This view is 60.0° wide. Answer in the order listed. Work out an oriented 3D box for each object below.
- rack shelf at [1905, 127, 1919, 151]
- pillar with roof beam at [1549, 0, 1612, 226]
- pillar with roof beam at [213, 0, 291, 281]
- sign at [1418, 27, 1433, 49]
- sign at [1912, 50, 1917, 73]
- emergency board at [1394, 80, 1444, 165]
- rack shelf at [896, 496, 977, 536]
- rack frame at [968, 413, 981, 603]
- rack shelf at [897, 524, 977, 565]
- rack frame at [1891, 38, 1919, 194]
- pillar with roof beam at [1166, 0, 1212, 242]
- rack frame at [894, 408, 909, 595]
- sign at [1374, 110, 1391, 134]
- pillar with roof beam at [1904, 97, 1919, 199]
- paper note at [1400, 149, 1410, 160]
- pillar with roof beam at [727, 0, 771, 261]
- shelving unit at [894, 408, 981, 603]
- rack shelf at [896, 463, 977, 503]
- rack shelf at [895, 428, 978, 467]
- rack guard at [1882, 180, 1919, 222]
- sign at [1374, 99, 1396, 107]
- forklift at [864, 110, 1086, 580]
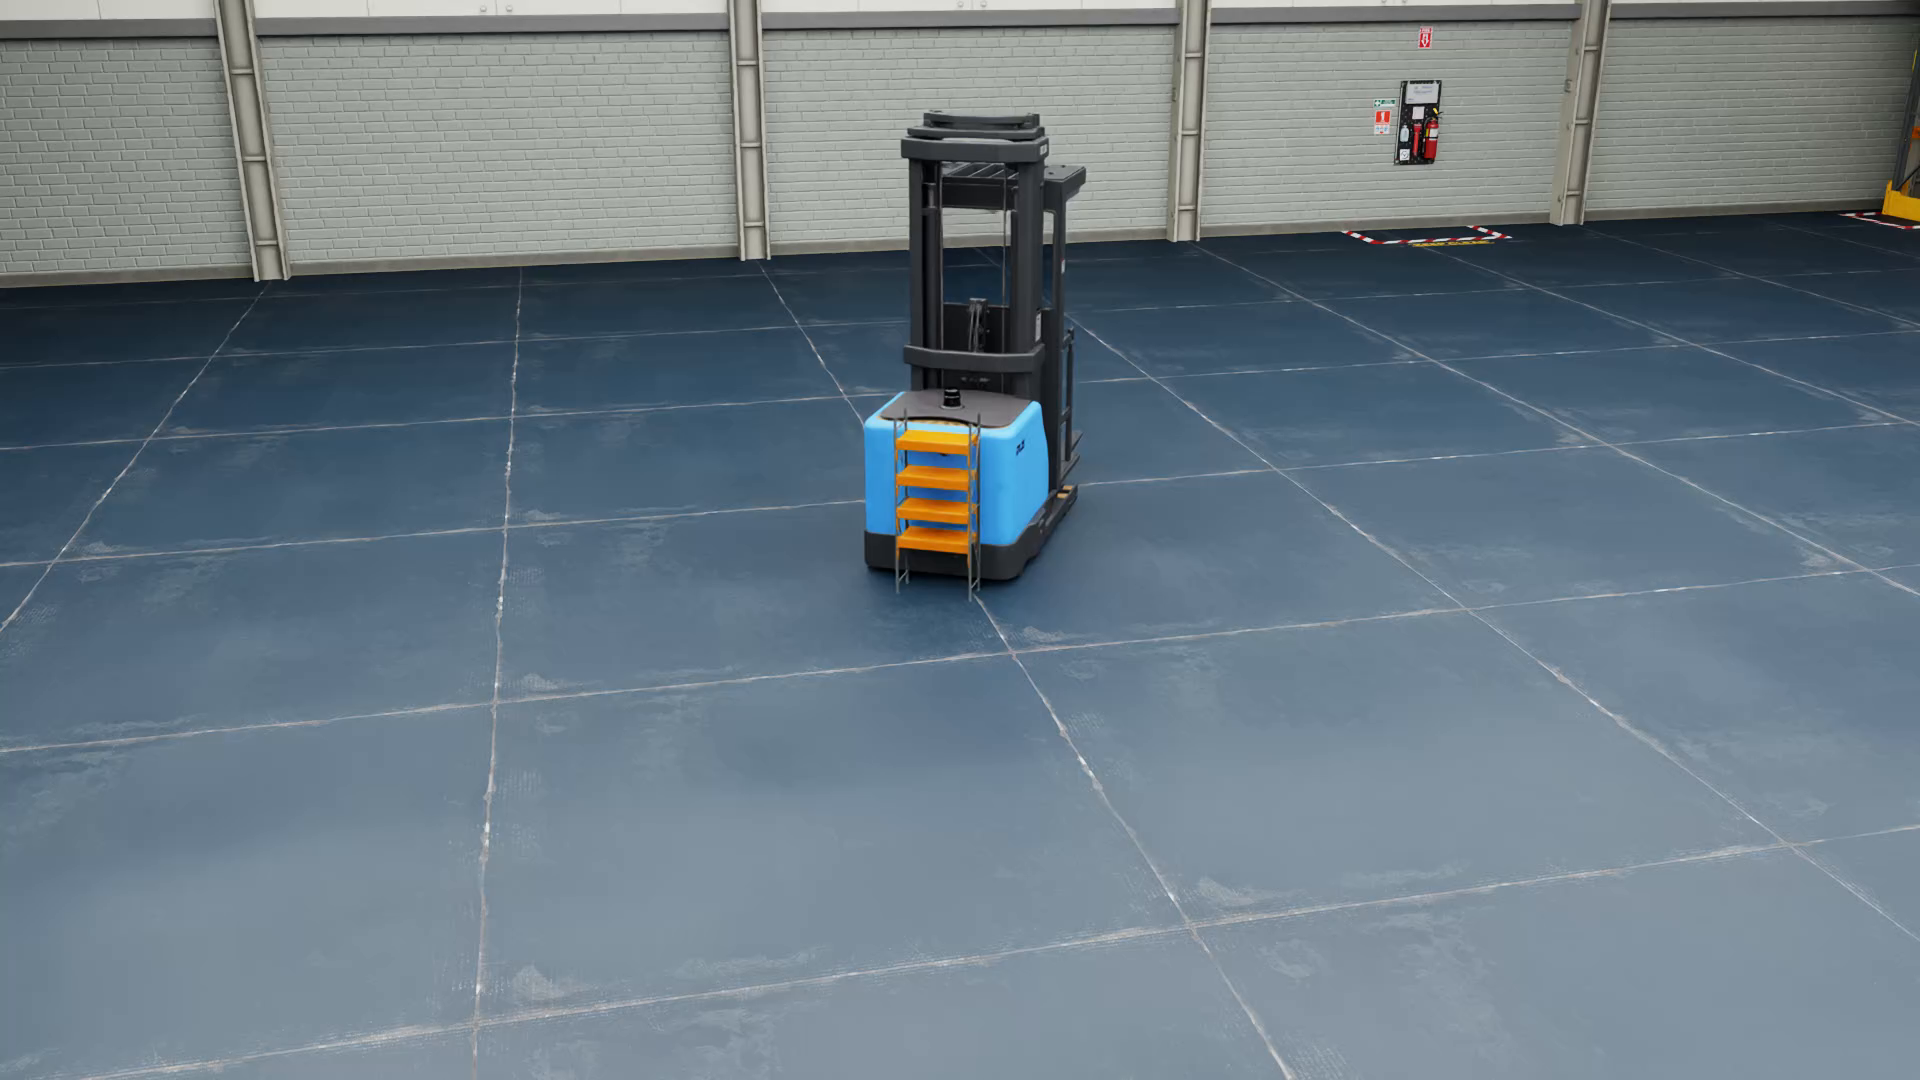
[{"bbox_3d":[16.263,-6.044,24.999,4.000,0.370,1.077,-5,21,-12],"label":"rack shelf"},{"bbox_3d":[9.950,-7.469,19.122,0.400,9.000,9.100,-5,21,-12],"label":"pillar with roof beam"},{"bbox_3d":[-7.567,-6.045,15.233,0.400,9.000,9.100,-5,21,-12],"label":"pillar with roof beam"},{"bbox_3d":[6.515,-7.032,23.279,0.199,0.298,0.001,-5,21,-12],"label":"sign"},{"bbox_3d":[14.208,-7.103,24.701,0.005,0.325,0.100,-5,21,-12],"label":"sign"},{"bbox_3d":[6.546,-5.911,23.589,0.643,1.169,0.194,-5,21,-12],"label":"emergency board"},{"bbox_3d":[-0.143,-0.158,10.697,0.480,0.148,0.258,5,21,15],"label":"rack shelf"},{"bbox_3d":[0.092,-0.199,10.612,0.015,1.200,0.240,5,21,15],"label":"rack frame"},{"bbox_3d":[-0.143,0.029,10.765,0.480,0.148,0.258,5,21,15],"label":"rack shelf"},{"bbox_3d":[14.317,-6.223,24.443,0.127,3.000,1.000,-5,21,-12],"label":"rack frame"},{"bbox_3d":[4.111,-6.994,17.826,0.400,9.000,9.100,-5,21,-12],"label":"pillar with roof beam"},{"bbox_3d":[-0.378,-0.244,10.735,0.015,1.200,0.240,5,21,15],"label":"rack frame"},{"bbox_3d":[5.984,-5.918,23.557,0.234,0.329,0.001,-5,21,-12],"label":"sign"},{"bbox_3d":[15.789,-7.944,20.419,0.400,9.000,9.100,-5,21,-12],"label":"pillar with roof beam"},{"bbox_3d":[6.358,-5.506,23.765,0.142,0.148,0.016,-5,21,-12],"label":"paper note"},{"bbox_3d":[-1.728,-6.520,16.529,0.400,9.000,9.100,-5,21,-12],"label":"pillar with roof beam"},{"bbox_3d":[-0.143,-0.221,10.674,0.503,1.200,0.258,5,21,15],"label":"shelving unit"},{"bbox_3d":[-0.143,-0.368,10.620,0.480,0.148,0.258,5,21,15],"label":"rack shelf"},{"bbox_3d":[-0.143,-0.590,10.538,0.480,0.148,0.258,5,21,15],"label":"rack shelf"},{"bbox_3d":[14.391,-5.056,24.889,0.348,0.500,1.175,-5,21,-12],"label":"rack guard"},{"bbox_3d":[5.991,-6.164,23.459,0.331,0.109,0.001,-5,21,-12],"label":"sign"},{"bbox_3d":[0.256,-1.588,11.889,1.130,2.935,3.031,6,21,15],"label":"forklift"}]
